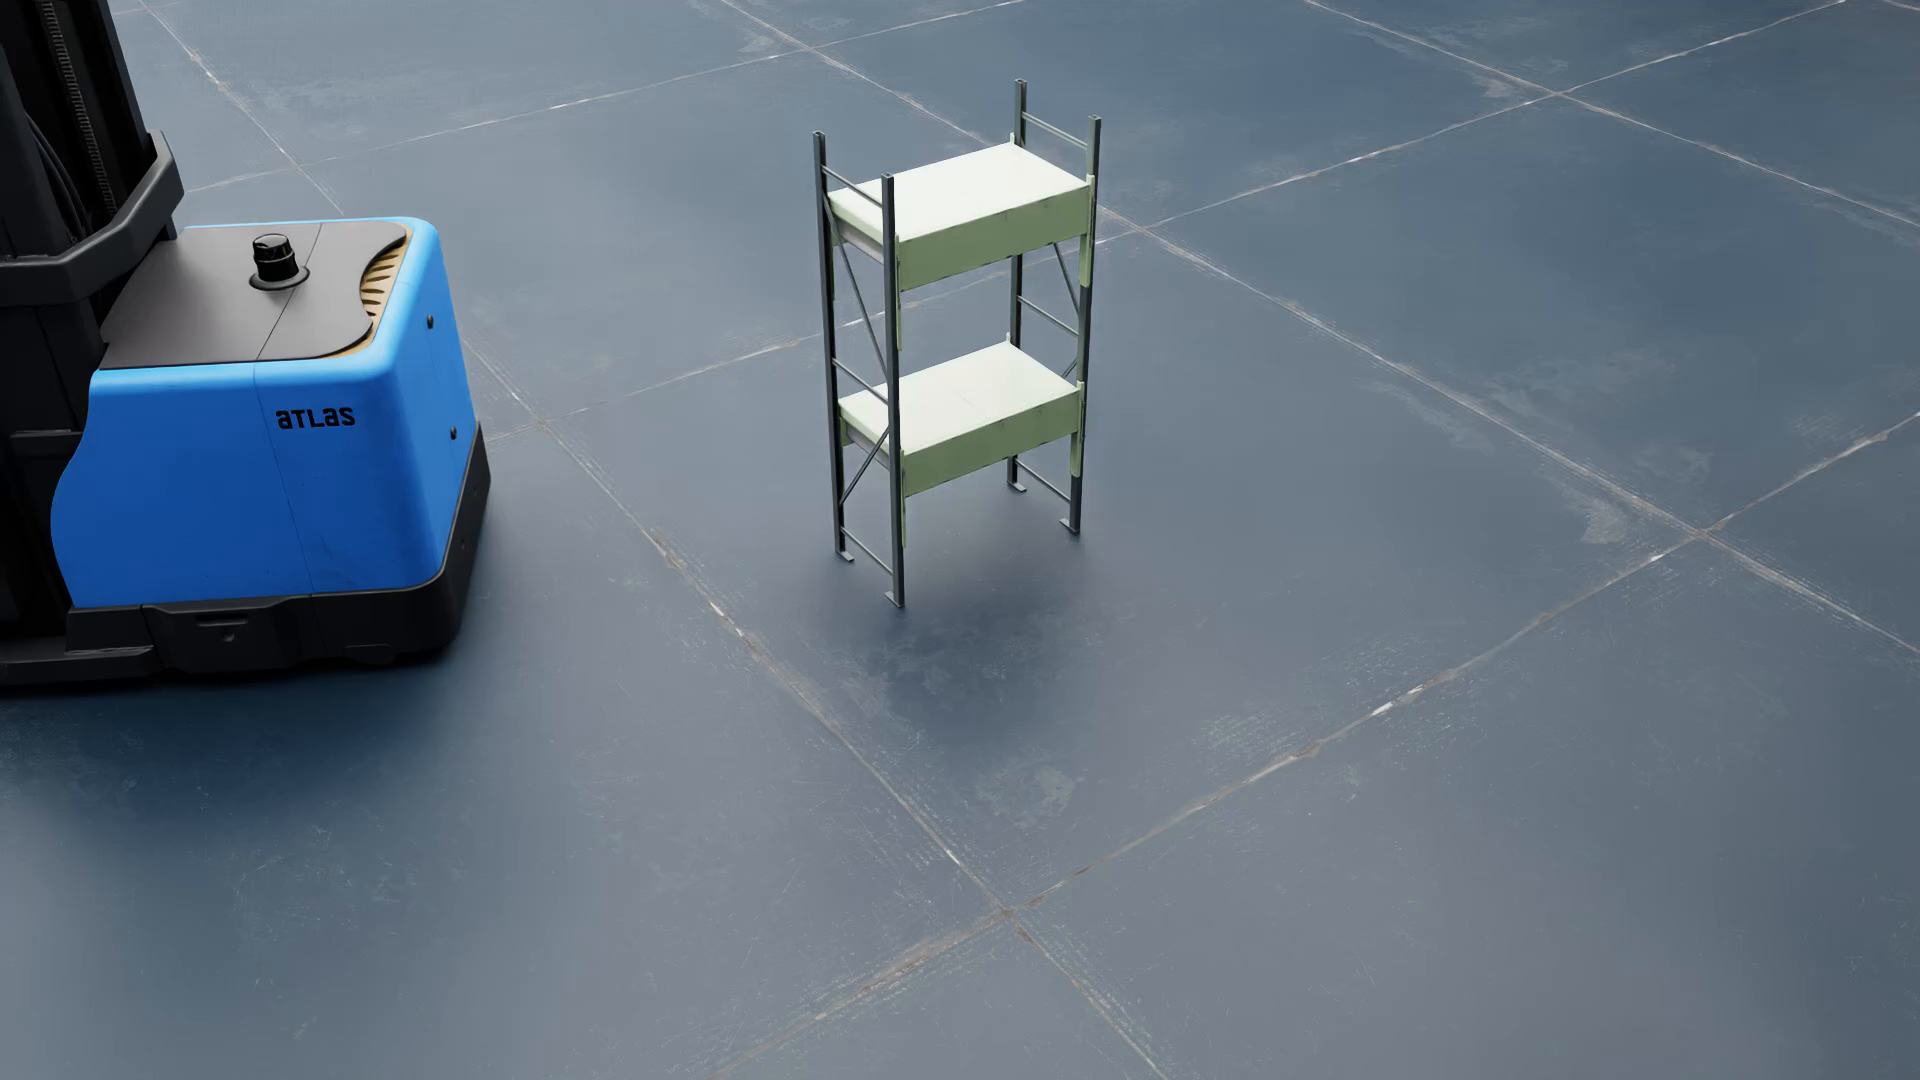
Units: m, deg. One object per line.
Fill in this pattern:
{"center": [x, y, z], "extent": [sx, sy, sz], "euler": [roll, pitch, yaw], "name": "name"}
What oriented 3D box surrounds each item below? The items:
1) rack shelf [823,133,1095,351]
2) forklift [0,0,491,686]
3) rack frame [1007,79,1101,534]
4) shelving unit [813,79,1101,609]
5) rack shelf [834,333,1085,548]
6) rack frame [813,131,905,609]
{"center": [-0.005, -0.923, 5.081], "extent": [0.720, 0.370, 0.431], "euler": [-22, 41, -28], "name": "rack shelf"}
{"center": [-3.131, -1.003, 4.635], "extent": [3.031, 2.935, 1.130], "euler": [-4, 36, -5], "name": "forklift"}
{"center": [0.294, -0.730, 5.480], "extent": [0.023, 1.500, 0.400], "euler": [-22, 41, -28], "name": "rack frame"}
{"center": [-0.005, -0.607, 5.309], "extent": [0.755, 1.500, 0.431], "euler": [-22, 41, -28], "name": "shelving unit"}
{"center": [-0.005, -0.342, 5.499], "extent": [0.720, 0.370, 0.431], "euler": [-22, 41, -28], "name": "rack shelf"}
{"center": [-0.305, -0.484, 5.138], "extent": [0.023, 1.500, 0.400], "euler": [-22, 41, -28], "name": "rack frame"}
